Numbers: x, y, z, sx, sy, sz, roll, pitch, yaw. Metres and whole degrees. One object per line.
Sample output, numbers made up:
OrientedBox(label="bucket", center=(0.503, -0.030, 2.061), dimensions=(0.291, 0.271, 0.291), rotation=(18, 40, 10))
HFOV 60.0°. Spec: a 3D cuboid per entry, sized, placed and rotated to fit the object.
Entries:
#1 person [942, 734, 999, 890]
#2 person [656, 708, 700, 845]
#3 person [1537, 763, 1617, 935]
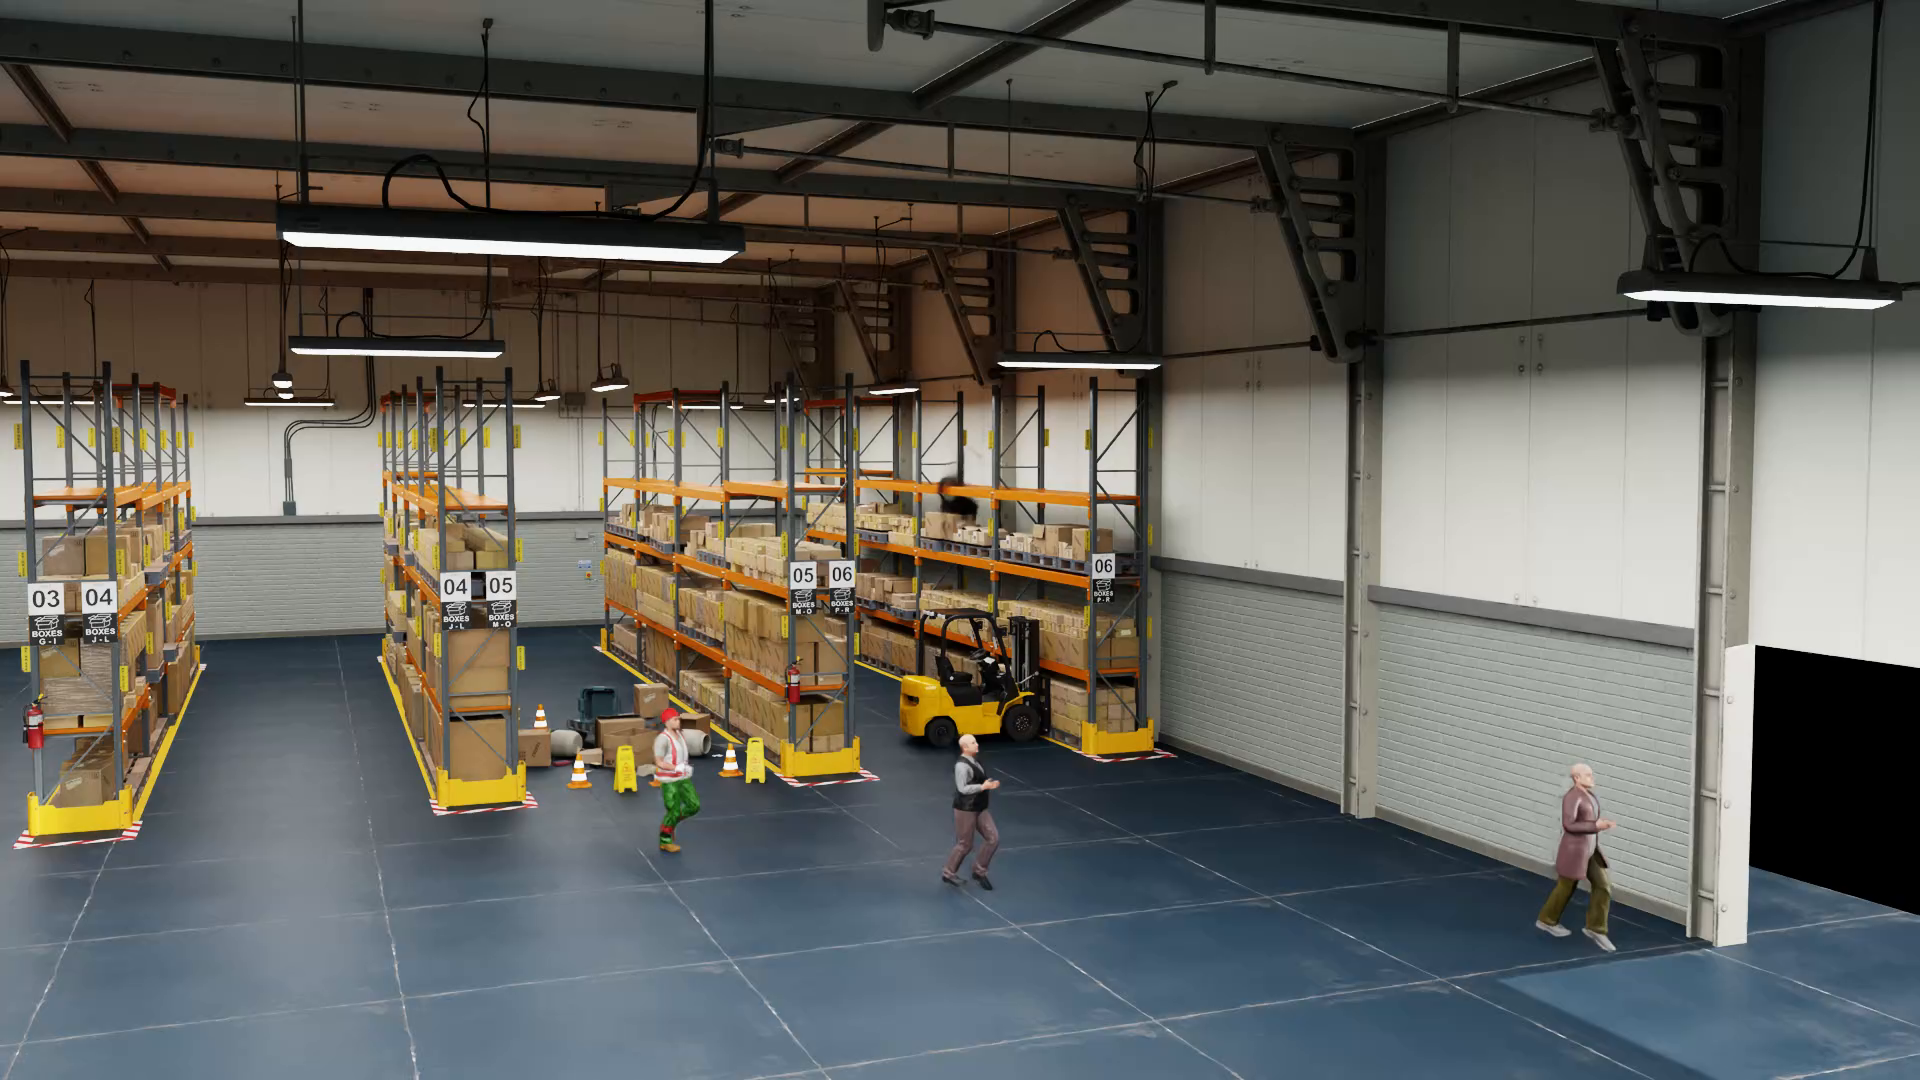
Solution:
OrientedBox(label="person", center=(0.144, 3.036, 18.464), dimensions=(0.702, 1.763, 0.637), rotation=(2, 4, 25))
OrientedBox(label="person", center=(-3.395, 2.878, 20.242), dimensions=(0.547, 1.685, 0.534), rotation=(2, 4, 25))
OrientedBox(label="person", center=(6.133, 3.037, 16.452), dimensions=(0.699, 1.671, 0.783), rotation=(-3, 5, -43))
